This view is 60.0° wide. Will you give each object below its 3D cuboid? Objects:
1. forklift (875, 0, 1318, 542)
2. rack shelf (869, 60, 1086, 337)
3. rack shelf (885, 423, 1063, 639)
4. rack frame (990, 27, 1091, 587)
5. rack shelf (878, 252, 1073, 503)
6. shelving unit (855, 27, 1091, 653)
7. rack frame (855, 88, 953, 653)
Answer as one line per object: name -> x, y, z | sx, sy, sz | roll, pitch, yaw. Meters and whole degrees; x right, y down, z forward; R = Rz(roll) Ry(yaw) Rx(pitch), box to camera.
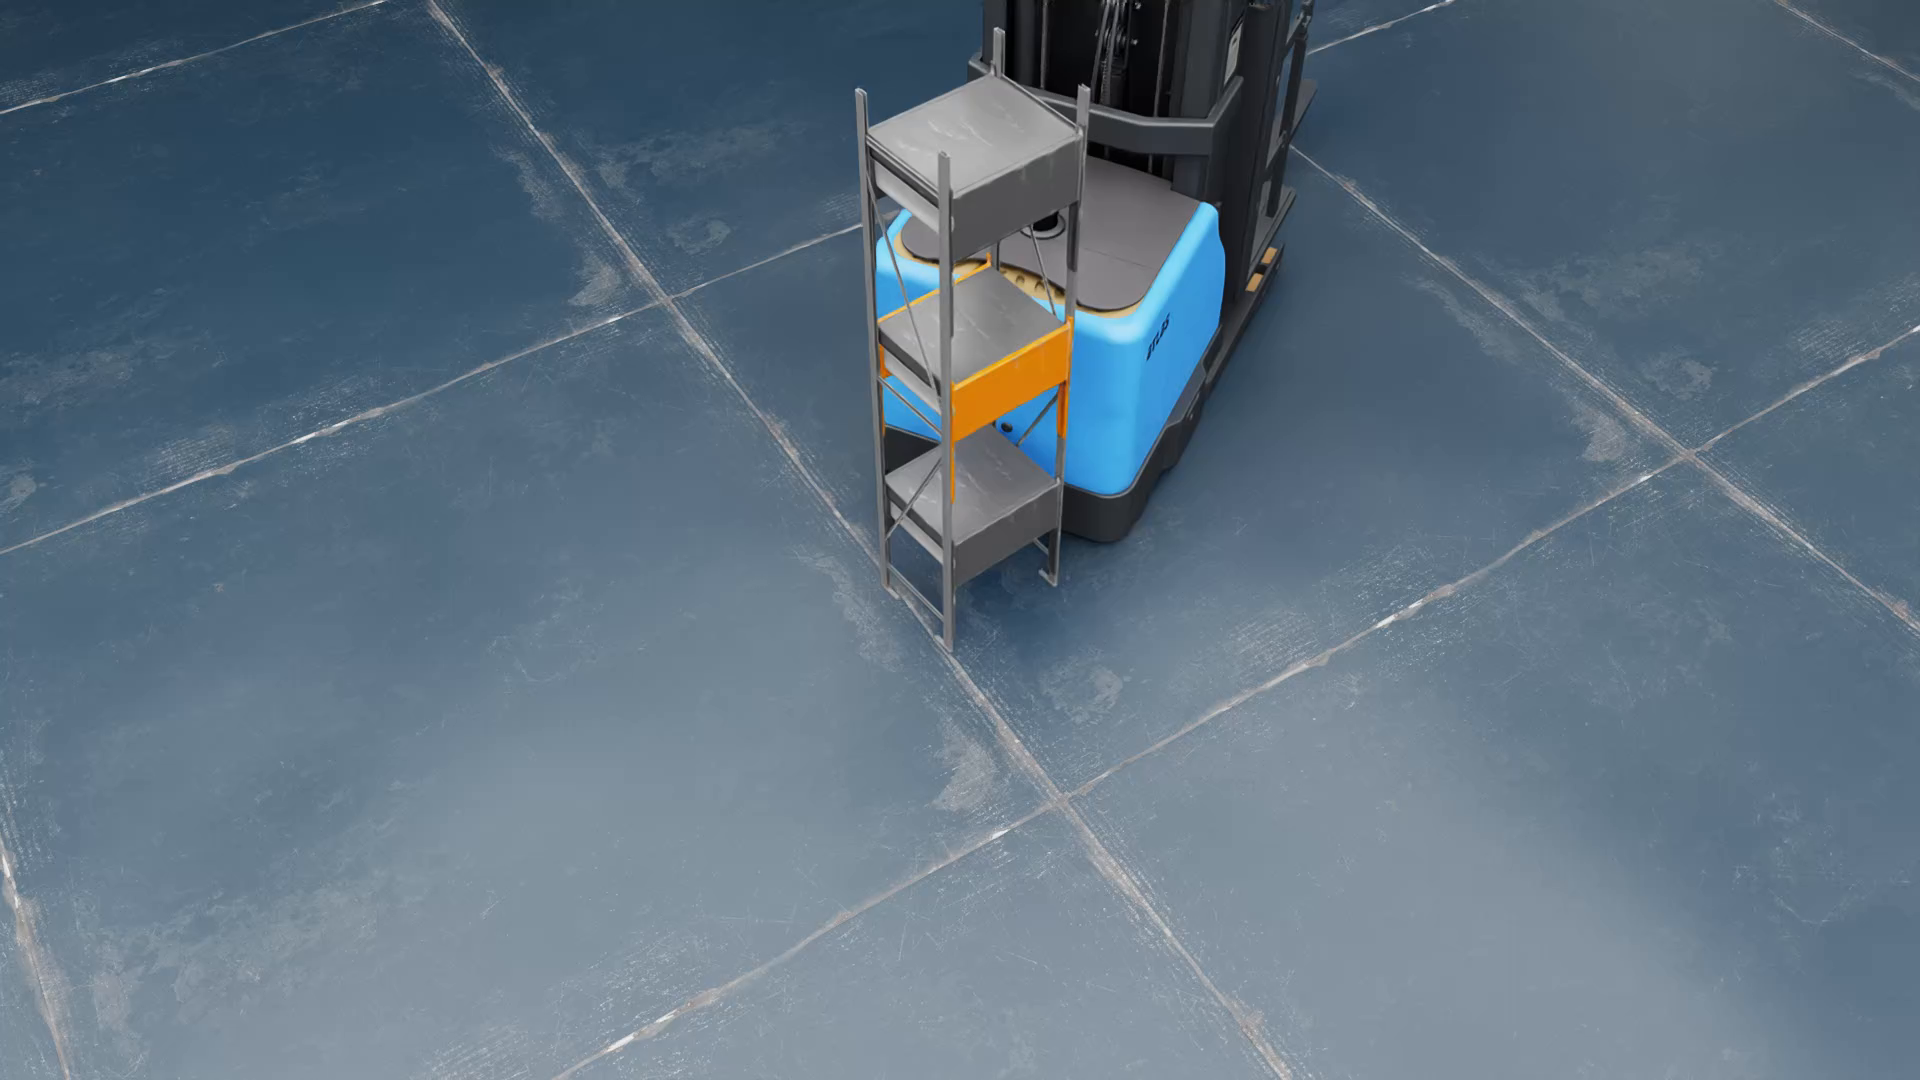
forklift -> 0.751, -2.084, 6.143 | 1.130, 2.935, 3.031 | 19, 51, 16
rack shelf -> 0.035, -0.986, 4.803 | 0.480, 0.518, 0.431 | -31, 55, -25
rack shelf -> 0.035, -0.055, 5.849 | 0.480, 0.518, 0.431 | -31, 55, -25
rack frame -> 0.226, -0.644, 5.417 | 0.015, 2.100, 0.400 | -31, 55, -25
rack shelf -> 0.035, -0.521, 5.326 | 0.480, 0.518, 0.431 | -31, 55, -25
shelving unit -> 0.035, -0.530, 5.316 | 0.503, 2.100, 0.431 | -31, 55, -25
rack frame -> -0.156, -0.416, 5.215 | 0.015, 2.100, 0.400 | -31, 55, -25
